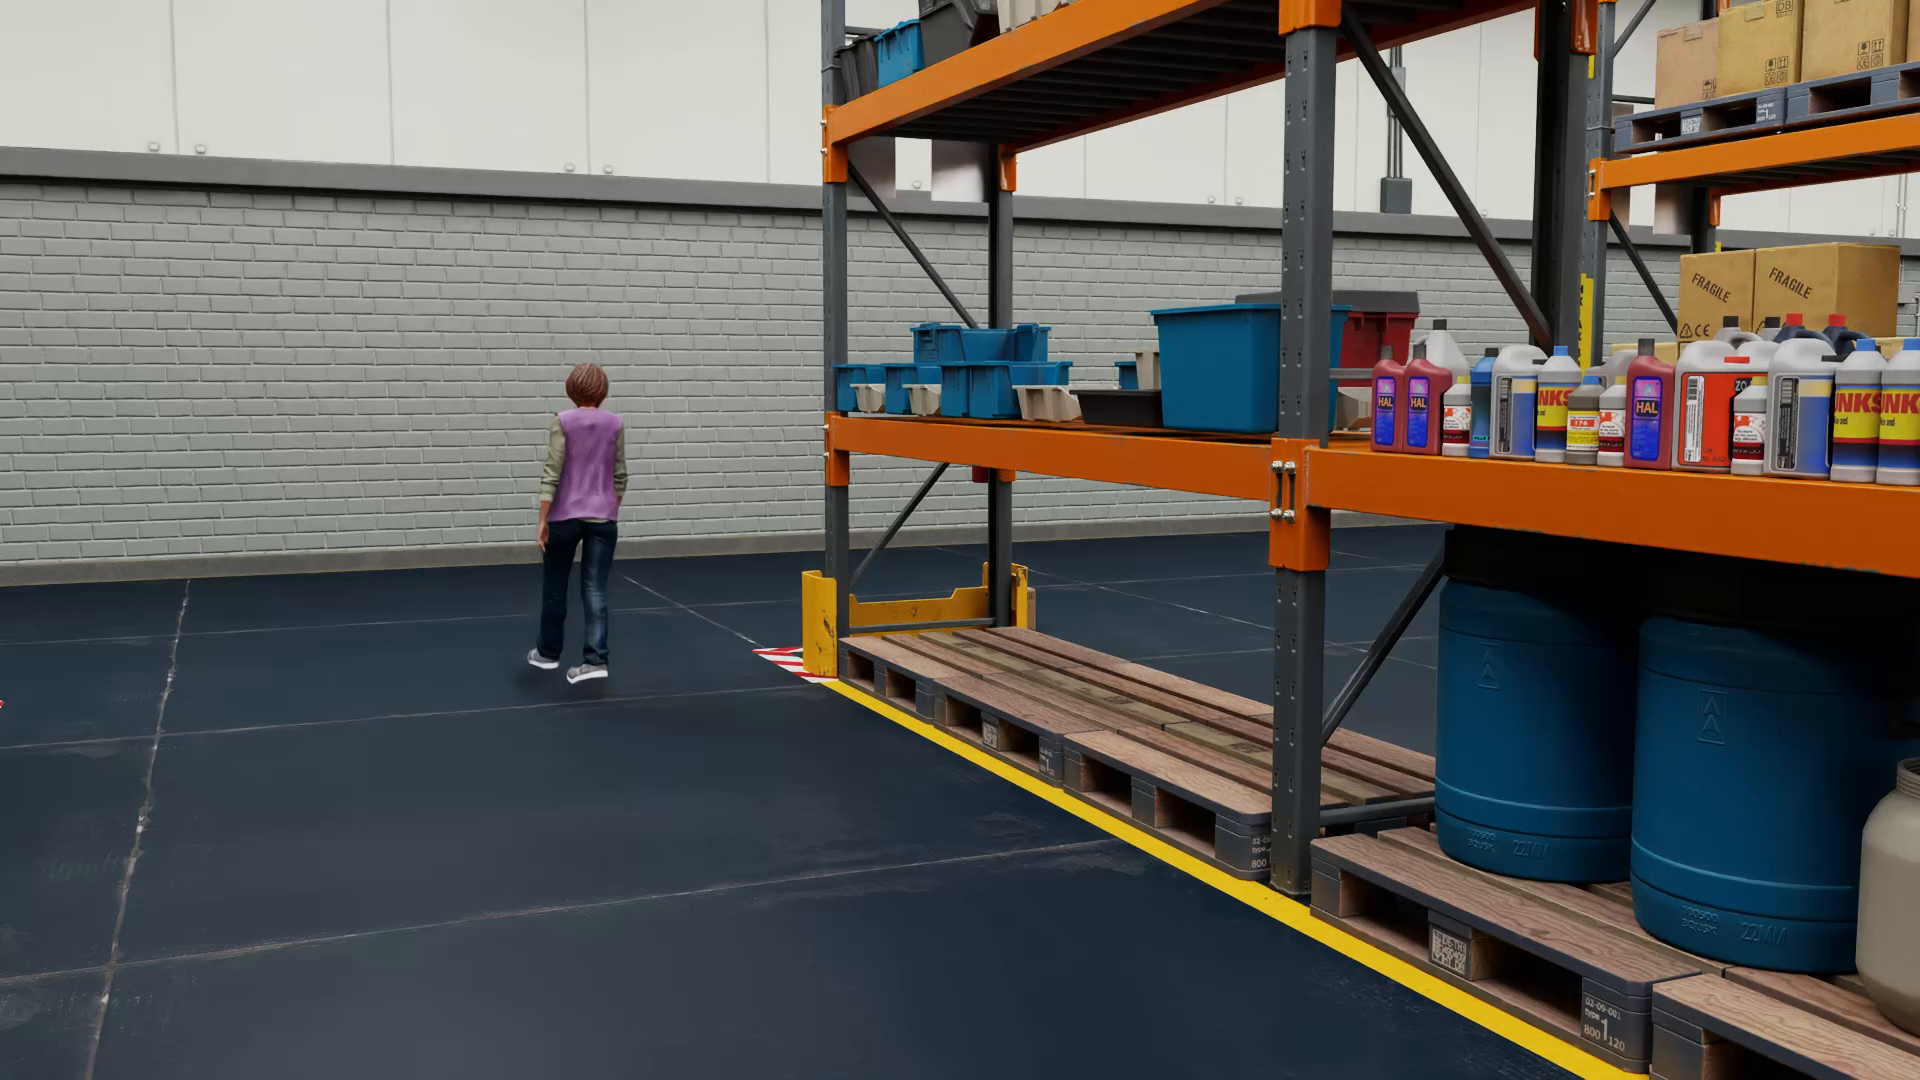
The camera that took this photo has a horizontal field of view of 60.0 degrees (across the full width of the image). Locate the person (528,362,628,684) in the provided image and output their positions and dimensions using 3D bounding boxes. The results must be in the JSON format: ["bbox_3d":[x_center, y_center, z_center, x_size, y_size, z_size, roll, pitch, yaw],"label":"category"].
[{"bbox_3d":[-1.860,-0.102,8.155,0.465,1.530,0.902,-2,6,-23],"label":"person"}]
